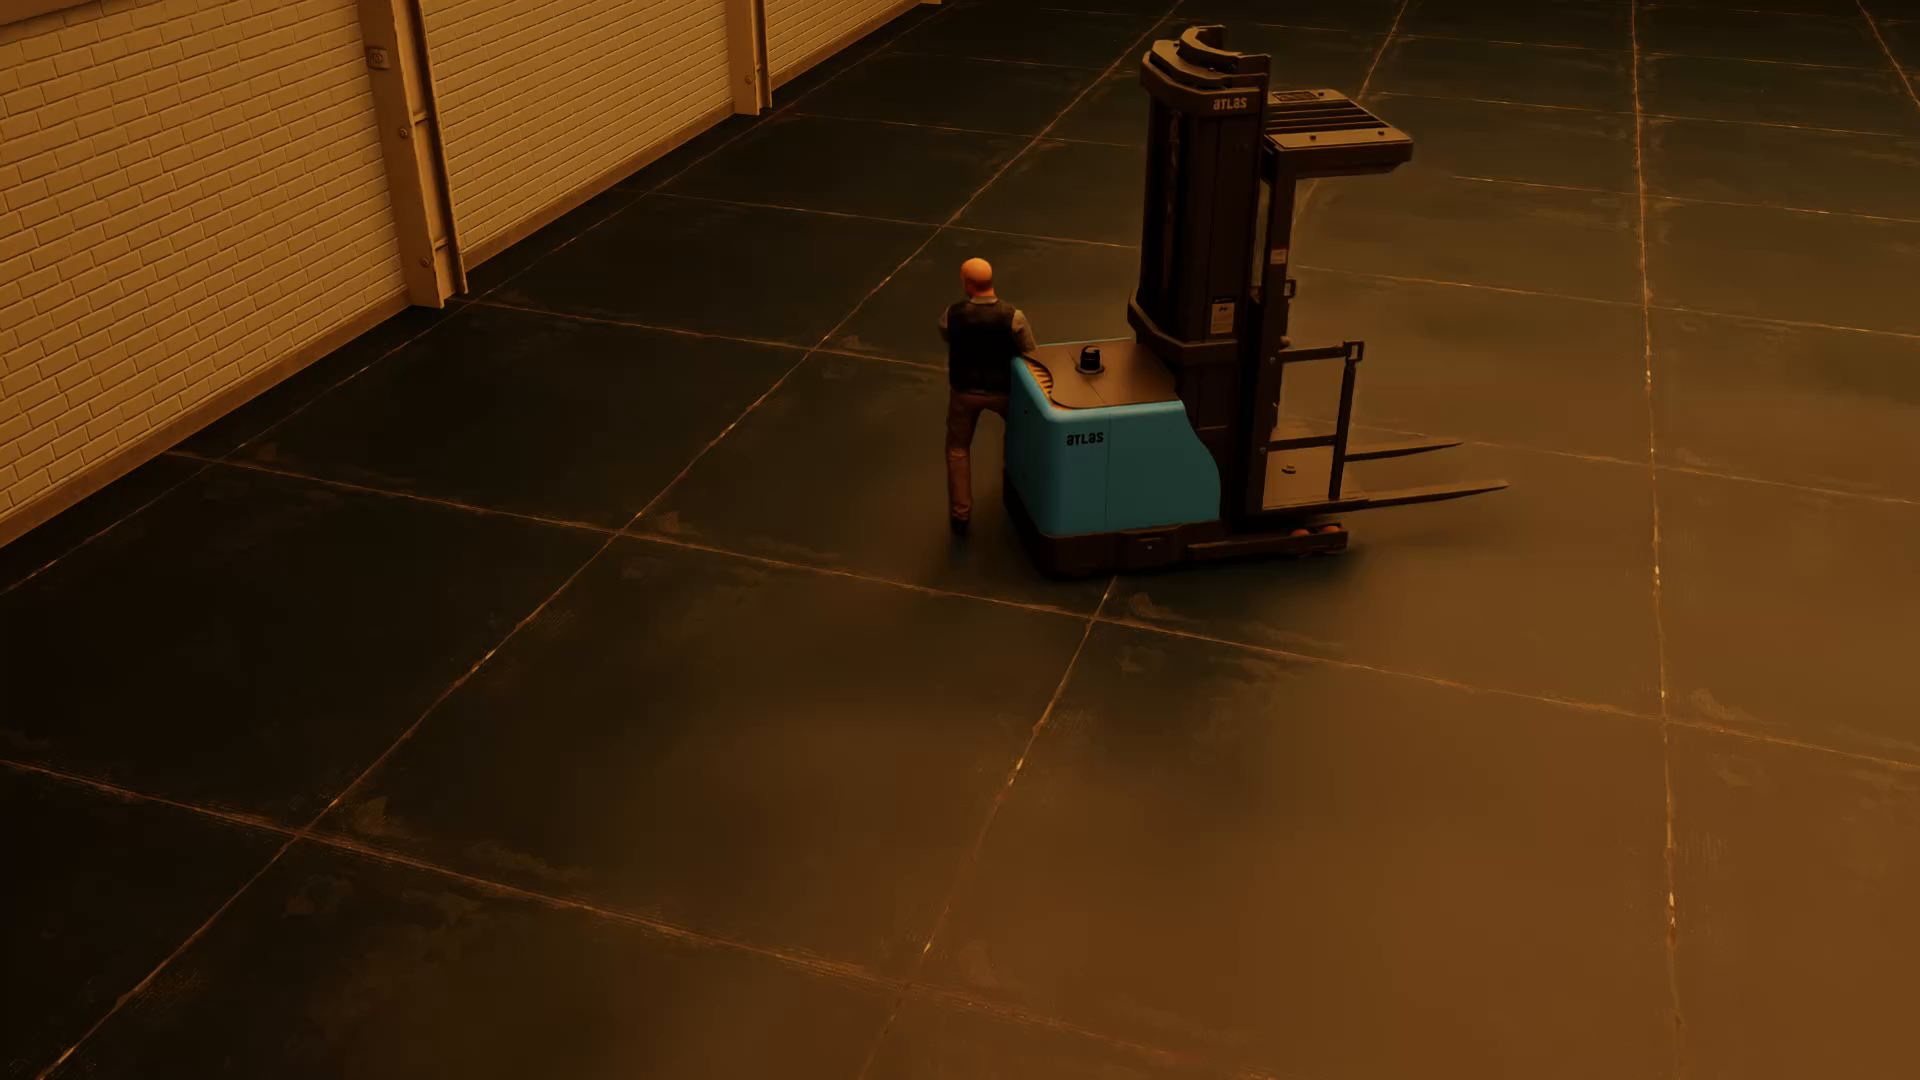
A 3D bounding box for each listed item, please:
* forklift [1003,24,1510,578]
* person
[{"bbox_3d":[1.839,-1.419,9.626,3.031,2.935,1.130,-6,30,-11],"label":"forklift"},{"bbox_3d":[0.210,-0.940,10.111,0.684,1.656,0.831,0,30,0],"label":"person"}]
